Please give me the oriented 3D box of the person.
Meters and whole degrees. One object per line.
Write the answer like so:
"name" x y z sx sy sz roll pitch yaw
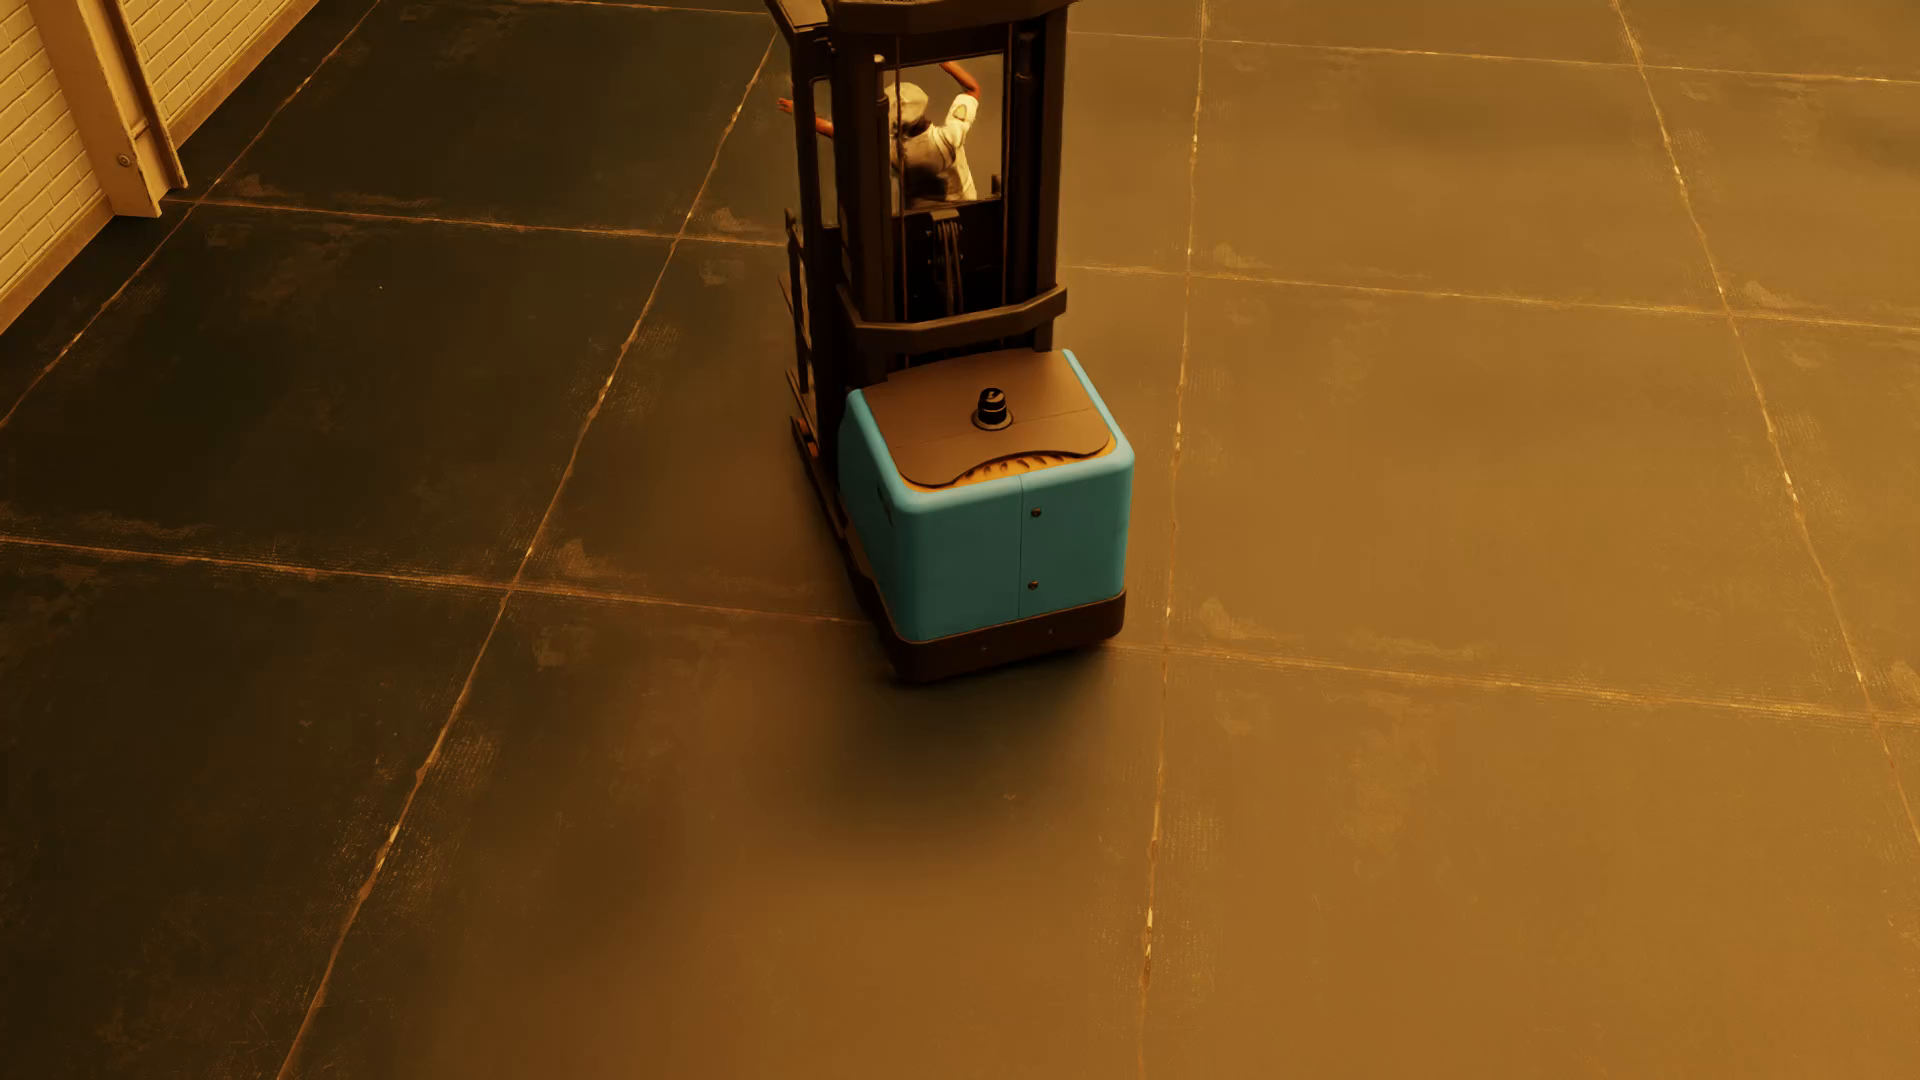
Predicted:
"person" -0.372 -1.960 8.867 1.031 1.544 0.815 14 44 15

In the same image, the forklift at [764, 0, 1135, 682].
"forklift" -0.212 -1.481 7.336 1.130 2.935 3.031 -12 44 -13
